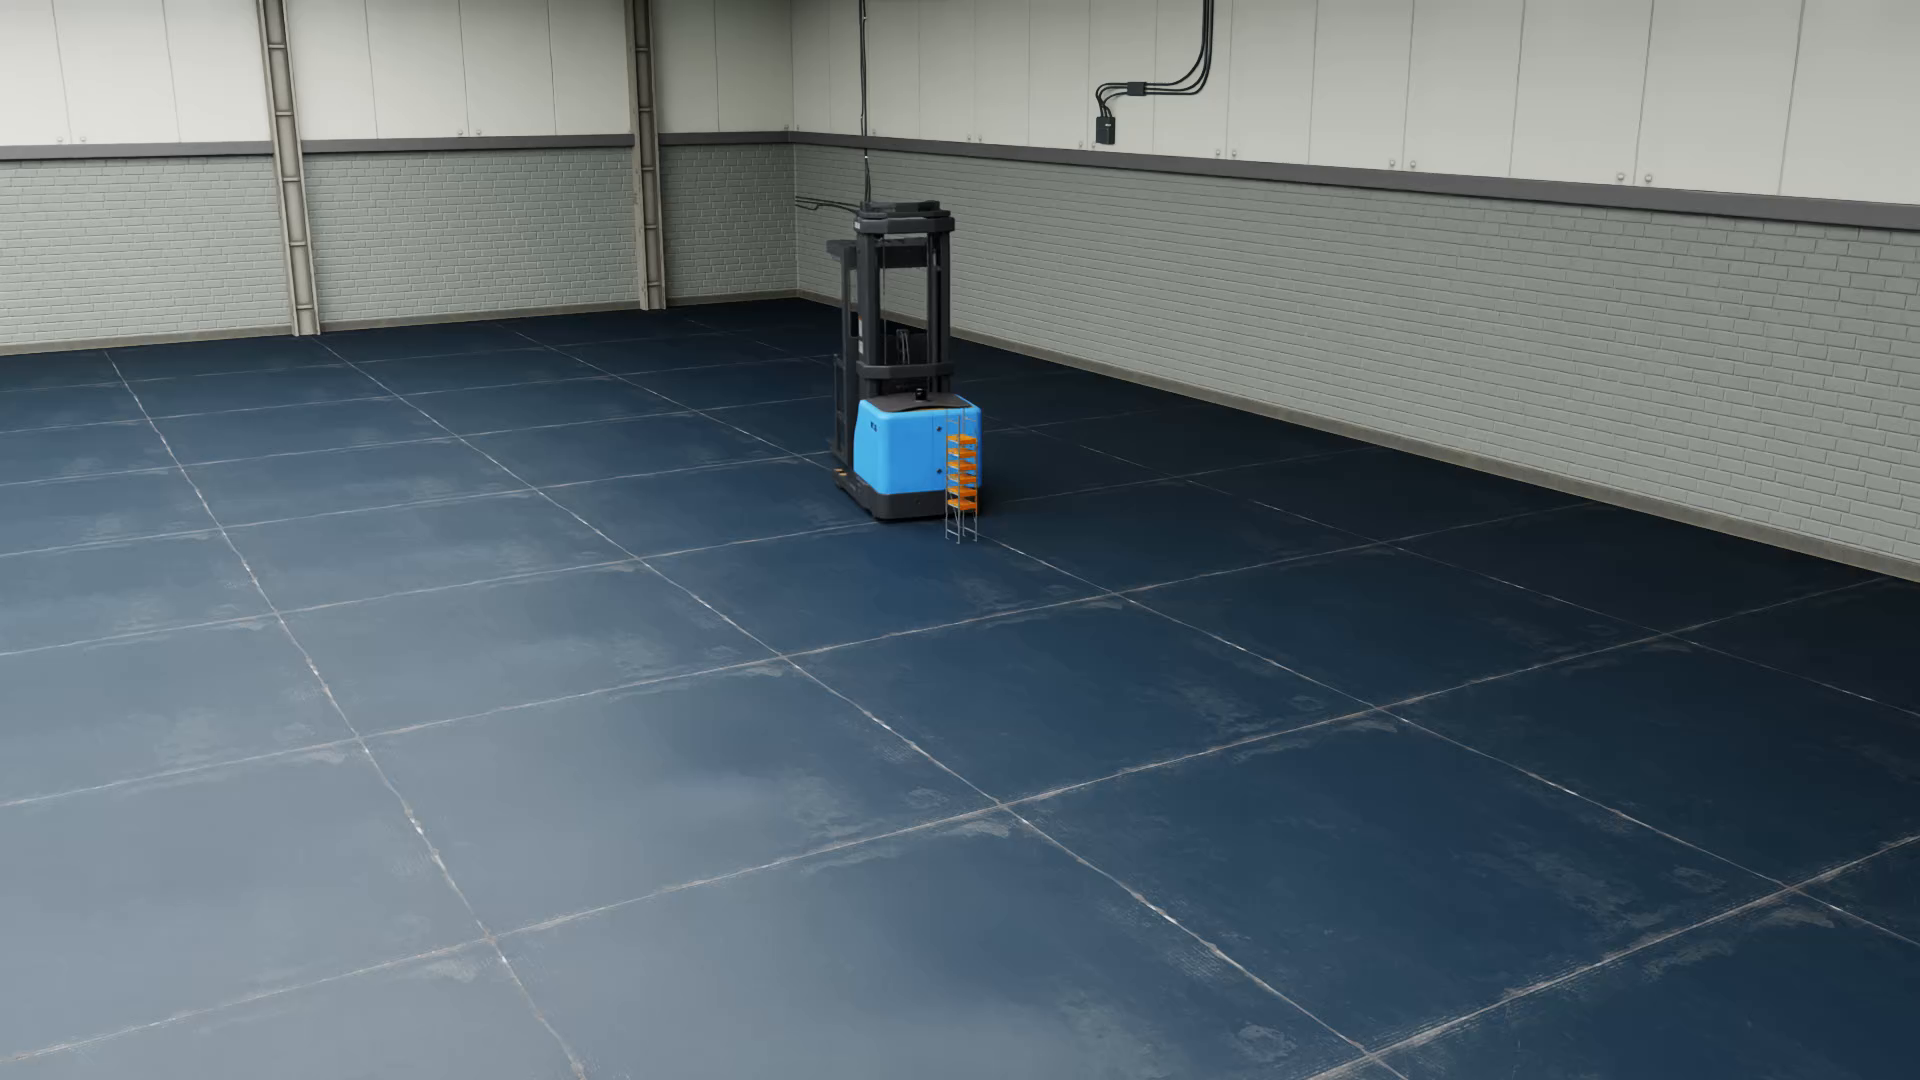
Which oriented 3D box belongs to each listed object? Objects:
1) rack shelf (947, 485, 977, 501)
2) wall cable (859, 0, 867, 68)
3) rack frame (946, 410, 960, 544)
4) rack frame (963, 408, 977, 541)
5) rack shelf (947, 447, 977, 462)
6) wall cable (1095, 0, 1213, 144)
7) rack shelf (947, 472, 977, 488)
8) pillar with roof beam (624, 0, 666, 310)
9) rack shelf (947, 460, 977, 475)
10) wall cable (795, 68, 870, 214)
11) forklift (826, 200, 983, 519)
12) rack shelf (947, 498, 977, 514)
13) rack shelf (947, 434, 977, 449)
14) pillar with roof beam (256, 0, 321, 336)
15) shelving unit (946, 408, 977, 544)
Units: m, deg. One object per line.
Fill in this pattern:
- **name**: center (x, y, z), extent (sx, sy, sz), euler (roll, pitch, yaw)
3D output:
- **rack shelf**: center (0.012, -0.421, 15.140), extent (0.180, 0.103, 0.258), euler (-9, 18, -30)
- **wall cable**: center (-0.993, -8.963, 26.947), extent (0.112, 2.526, 3.097), euler (-9, 18, -30)
- **rack frame**: center (-0.066, -0.567, 15.050), extent (0.006, 1.200, 0.240), euler (-9, 18, -30)
- **rack frame**: center (0.091, -0.592, 15.141), extent (0.006, 1.200, 0.240), euler (-9, 18, -30)
- **rack shelf**: center (0.012, -0.768, 15.042), extent (0.180, 0.103, 0.258), euler (-9, 18, -30)
- **wall cable**: center (2.489, -8.091, 21.140), extent (0.169, 6.003, 2.305), euler (-9, 18, -30)
- **rack shelf**: center (0.012, -0.537, 15.107), extent (0.180, 0.103, 0.258), euler (-9, 18, -30)
- **pillar with roof beam**: center (-3.376, -7.552, 25.520), extent (0.400, 9.000, 9.100), euler (-9, 18, -30)
- **rack shelf**: center (0.012, -0.653, 15.075), extent (0.180, 0.103, 0.258), euler (-9, 18, -30)
- **wall cable**: center (-2.386, -7.157, 29.861), extent (0.112, 2.526, 3.097), euler (-9, 18, -30)
- **forklift**: center (-0.707, -1.963, 16.824), extent (1.130, 2.935, 3.031), euler (-5, 16, -17)
- **rack shelf**: center (0.012, -0.306, 15.172), extent (0.180, 0.103, 0.258), euler (-9, 18, -30)
- **rack shelf**: center (0.012, -0.884, 15.010), extent (0.180, 0.103, 0.258), euler (-9, 18, -30)
- **pillar with roof beam**: center (-8.519, -6.718, 22.544), extent (0.400, 9.000, 9.100), euler (-9, 18, -30)
- **shelving unit**: center (0.012, -0.580, 15.095), extent (0.189, 1.200, 0.258), euler (-9, 18, -30)
